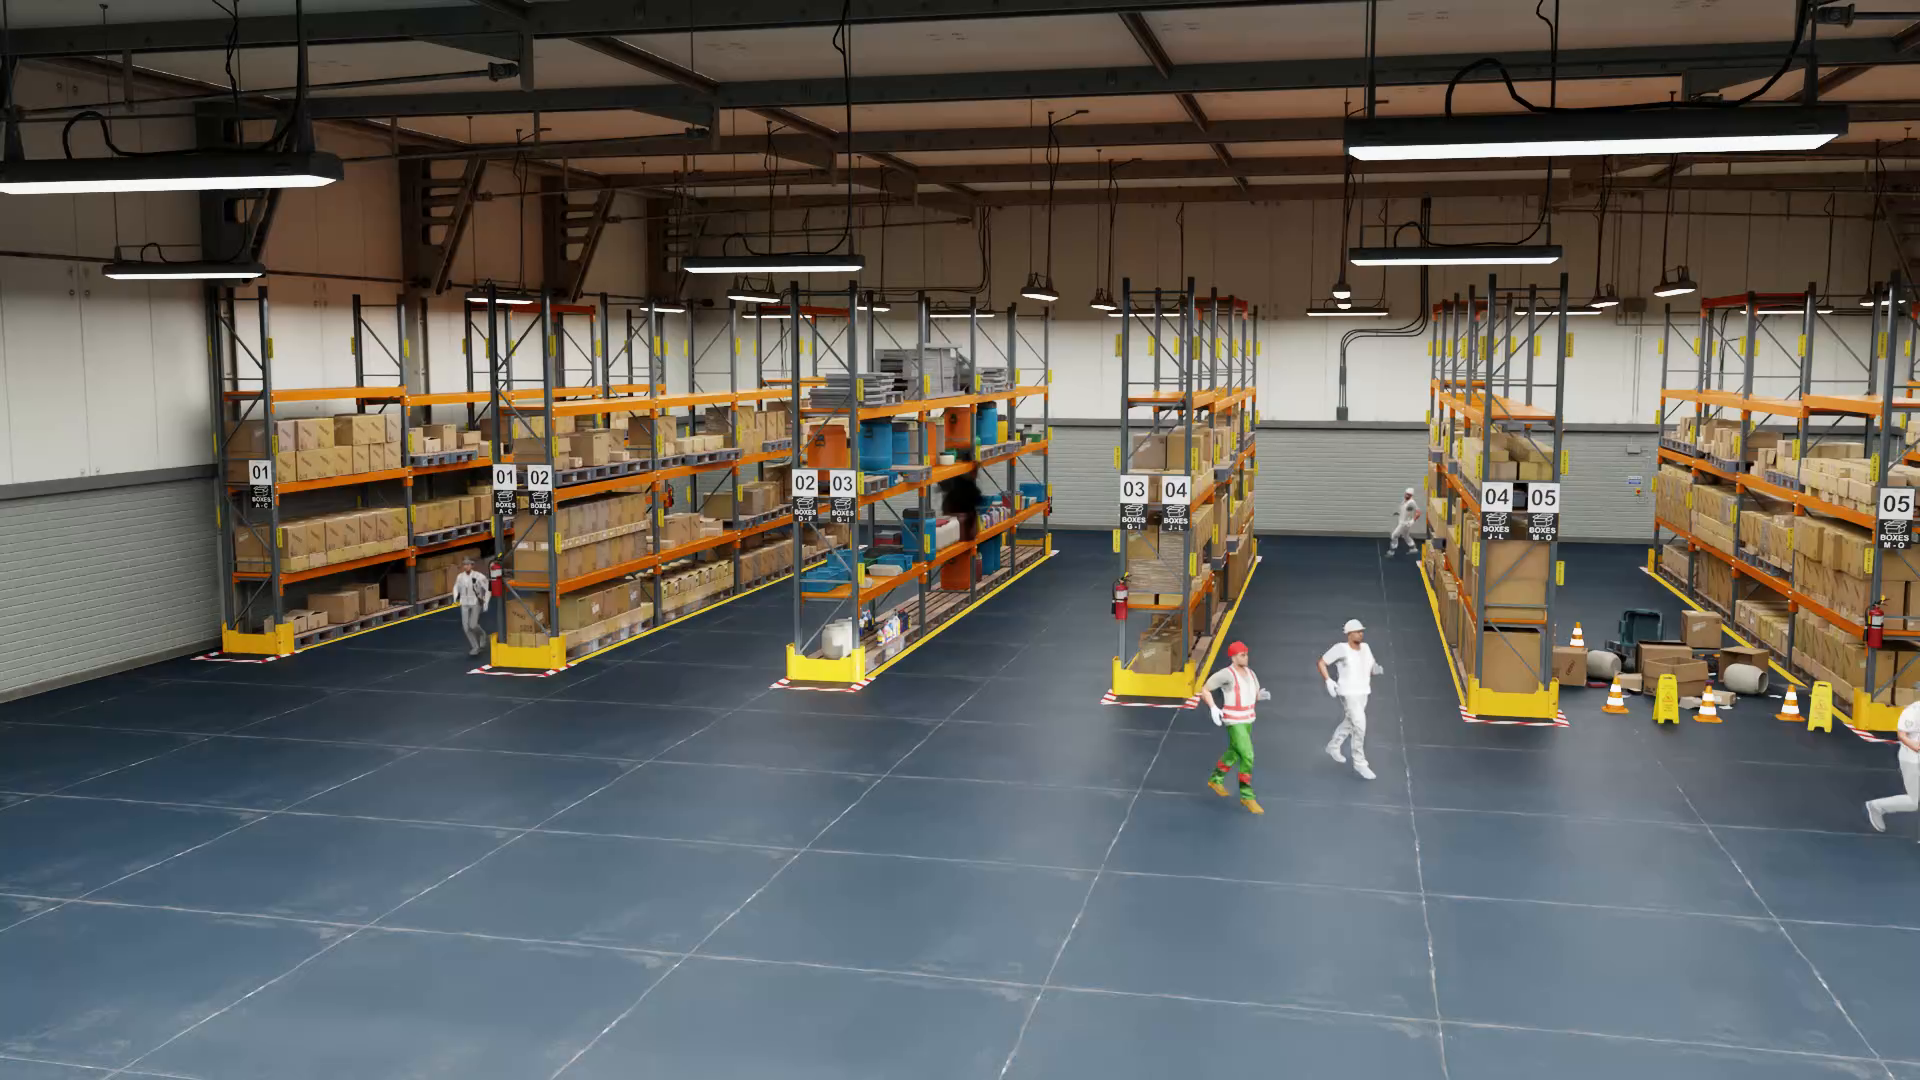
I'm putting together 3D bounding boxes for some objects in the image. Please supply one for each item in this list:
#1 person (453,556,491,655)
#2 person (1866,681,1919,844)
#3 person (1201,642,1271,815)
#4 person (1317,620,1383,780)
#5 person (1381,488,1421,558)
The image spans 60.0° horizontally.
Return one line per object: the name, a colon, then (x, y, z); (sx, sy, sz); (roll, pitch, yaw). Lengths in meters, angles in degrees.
person: (-8.016, 1.069, 27.205); (0.635, 1.643, 0.530); (1, 7, 10)
person: (9.680, 2.225, 16.806); (0.668, 1.774, 0.782); (-4, 8, -30)
person: (3.025, 2.016, 18.177); (0.840, 1.829, 0.655); (6, 9, 43)
person: (4.639, 1.846, 19.663); (0.667, 1.821, 0.863); (-5, 8, -38)
person: (10.548, -0.411, 39.718); (0.903, 1.726, 0.814); (2, 7, 17)
